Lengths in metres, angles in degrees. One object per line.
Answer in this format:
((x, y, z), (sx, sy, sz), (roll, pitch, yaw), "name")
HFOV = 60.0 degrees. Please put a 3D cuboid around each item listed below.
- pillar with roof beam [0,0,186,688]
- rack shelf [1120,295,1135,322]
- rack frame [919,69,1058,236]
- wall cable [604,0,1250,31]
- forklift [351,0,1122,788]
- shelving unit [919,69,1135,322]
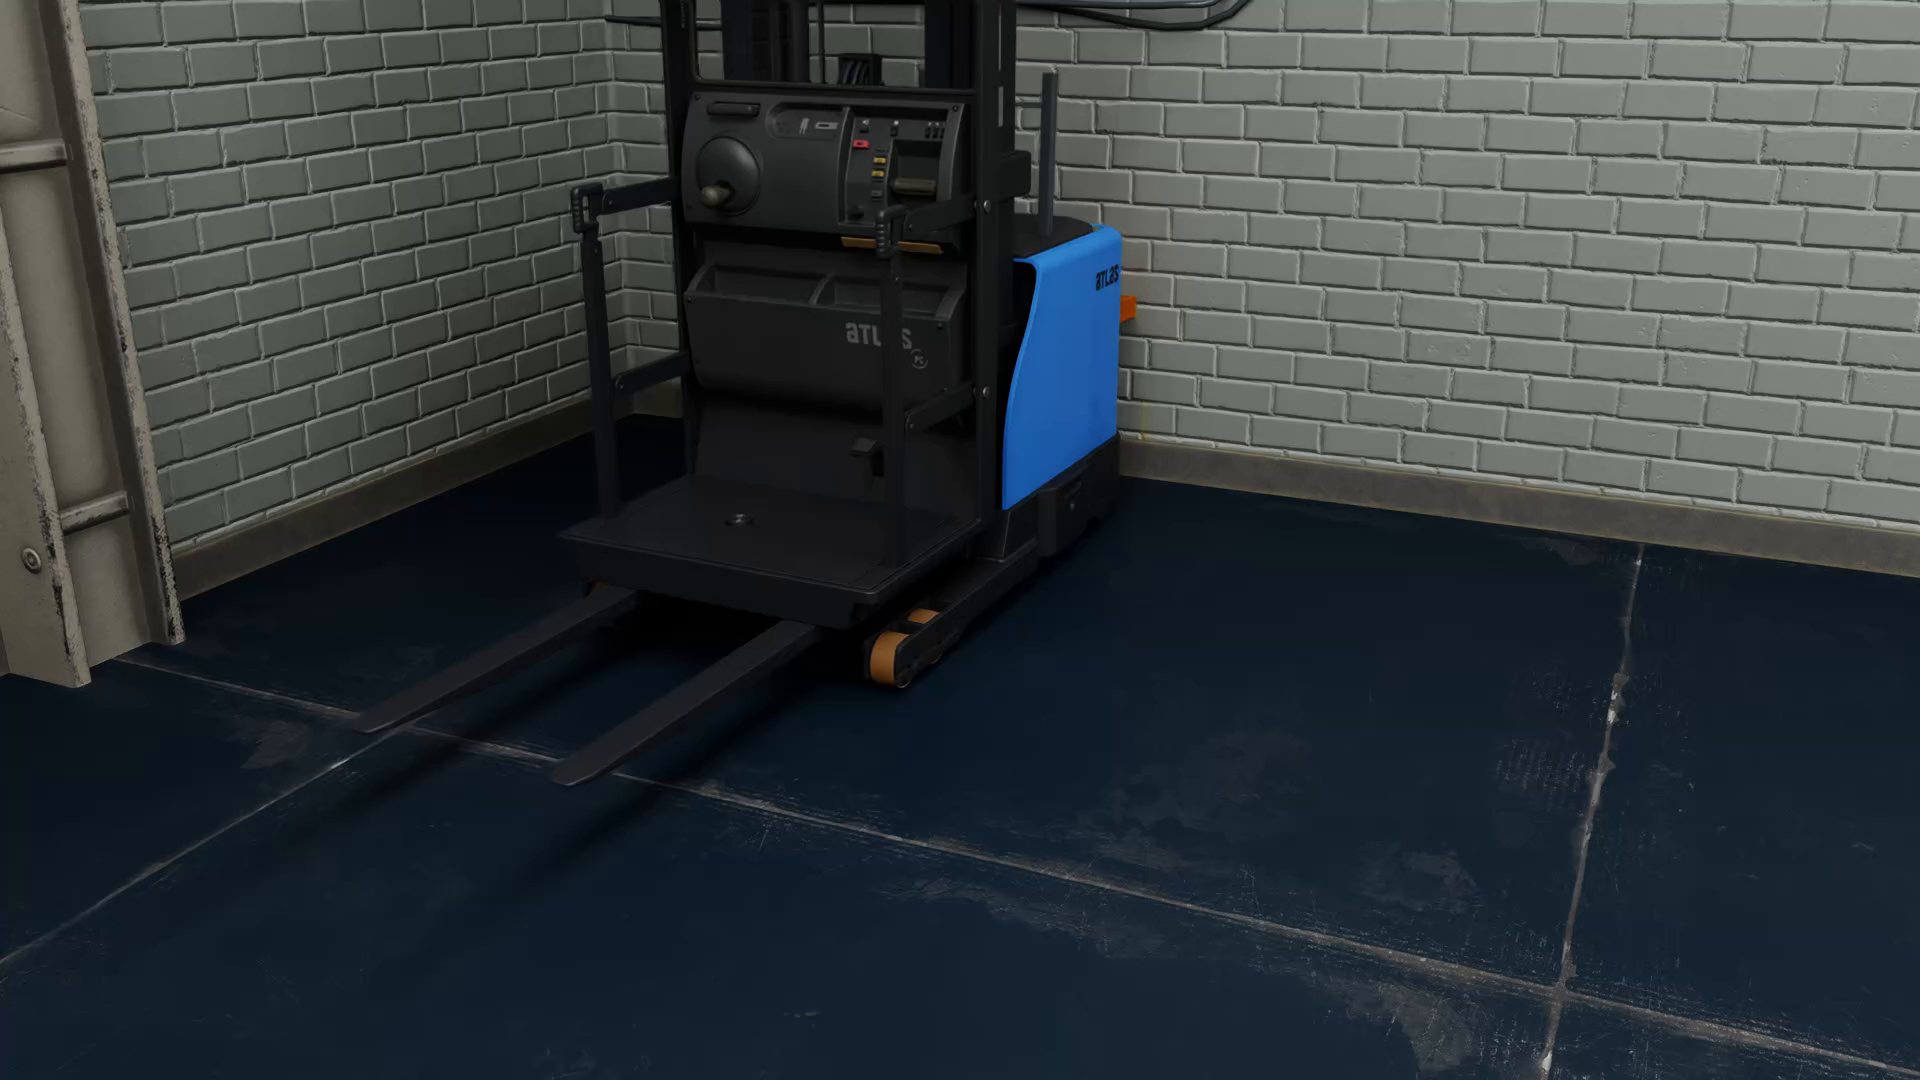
((1.331, -3.305, 1.832), (9.100, 9.000, 0.400), (9, 21, 23), "pillar with roof beam")
((0.299, -0.816, 6.292), (0.538, 0.185, 1.000), (9, 19, 25), "rack shelf")
((0.078, -0.857, 5.801), (0.500, 1.500, 0.032), (9, 19, 25), "rack frame")
((-0.271, -3.169, 6.083), (3.097, 2.526, 0.112), (9, 21, 23), "wall cable")
((-0.511, -1.121, 4.748), (1.130, 2.935, 3.031), (9, 22, 25), "forklift")
((0.306, -0.990, 6.246), (0.587, 1.500, 1.083), (9, 19, 25), "shelving unit")
